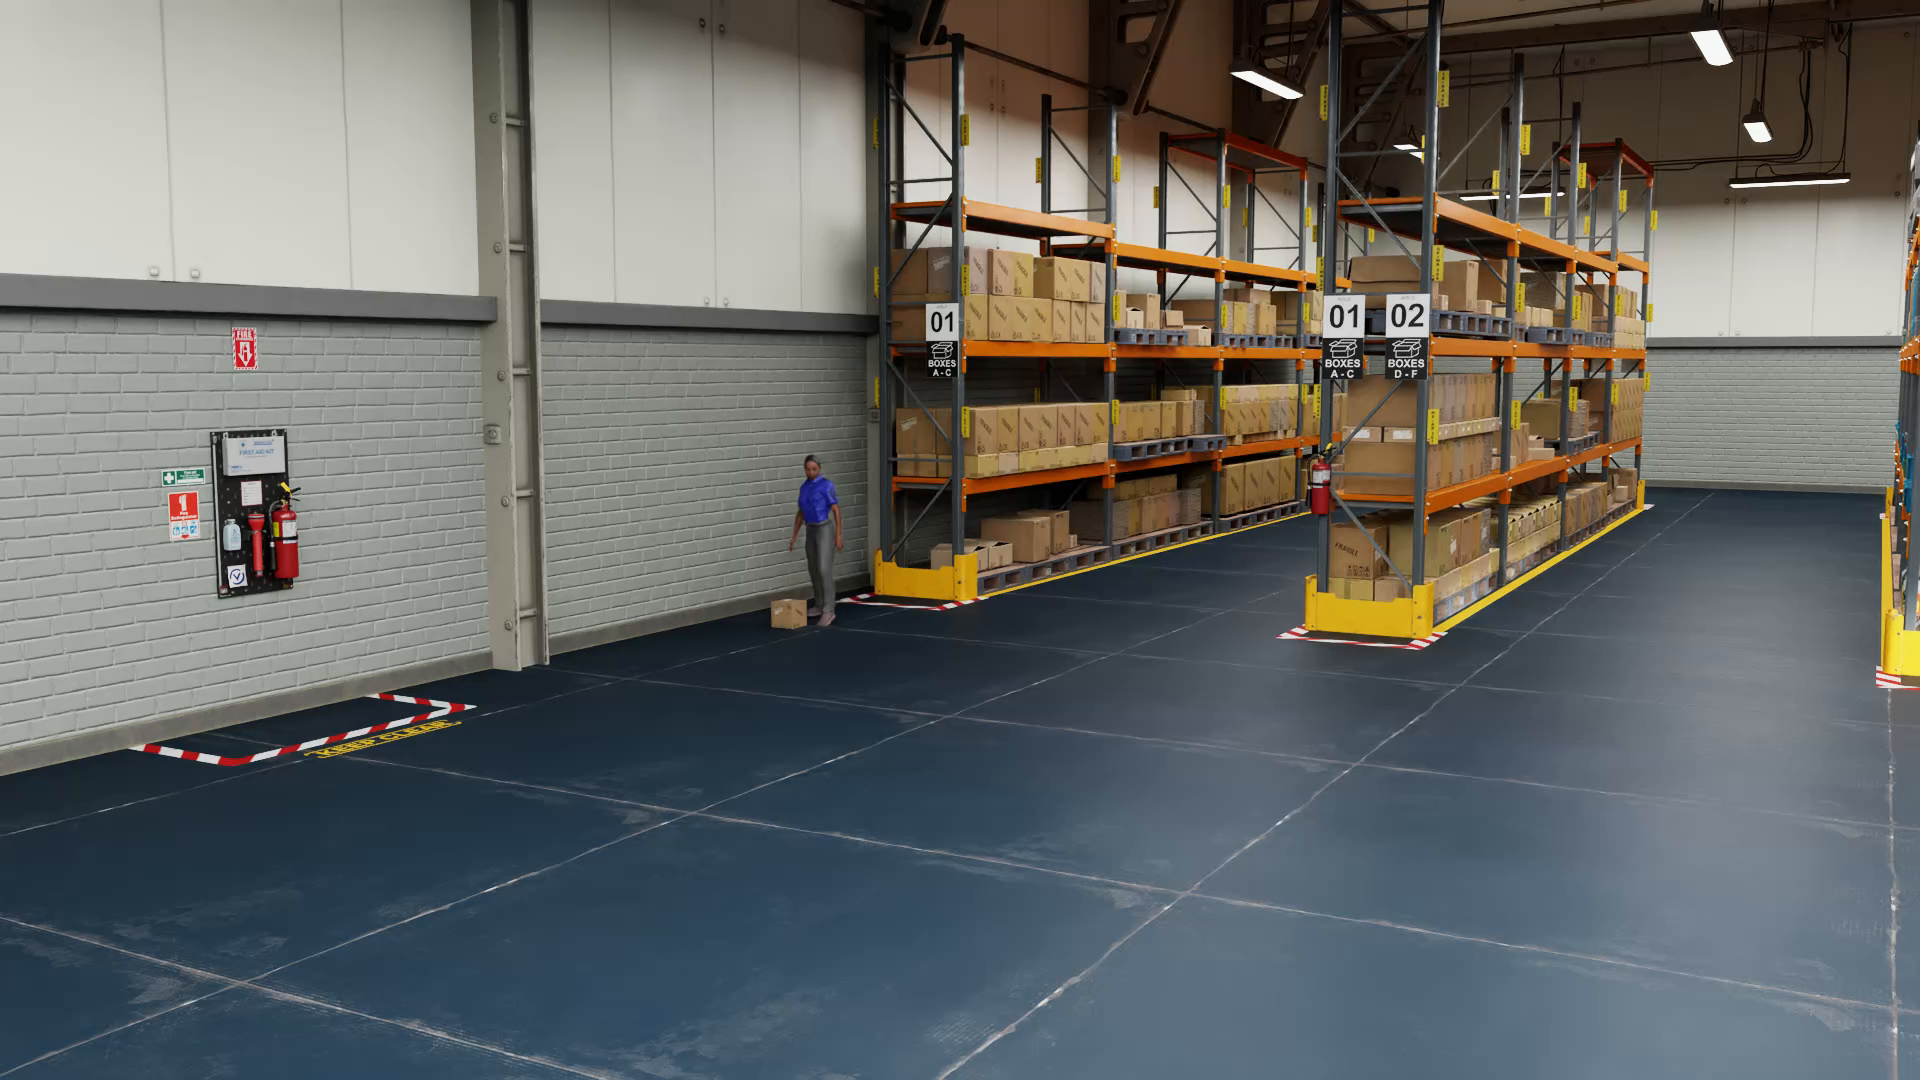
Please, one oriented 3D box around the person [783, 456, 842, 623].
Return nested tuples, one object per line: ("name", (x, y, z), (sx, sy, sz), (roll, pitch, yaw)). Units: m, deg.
("person", (-1.469, -0.023, 16.533), (0.662, 1.627, 0.742), (6, 8, 44))
